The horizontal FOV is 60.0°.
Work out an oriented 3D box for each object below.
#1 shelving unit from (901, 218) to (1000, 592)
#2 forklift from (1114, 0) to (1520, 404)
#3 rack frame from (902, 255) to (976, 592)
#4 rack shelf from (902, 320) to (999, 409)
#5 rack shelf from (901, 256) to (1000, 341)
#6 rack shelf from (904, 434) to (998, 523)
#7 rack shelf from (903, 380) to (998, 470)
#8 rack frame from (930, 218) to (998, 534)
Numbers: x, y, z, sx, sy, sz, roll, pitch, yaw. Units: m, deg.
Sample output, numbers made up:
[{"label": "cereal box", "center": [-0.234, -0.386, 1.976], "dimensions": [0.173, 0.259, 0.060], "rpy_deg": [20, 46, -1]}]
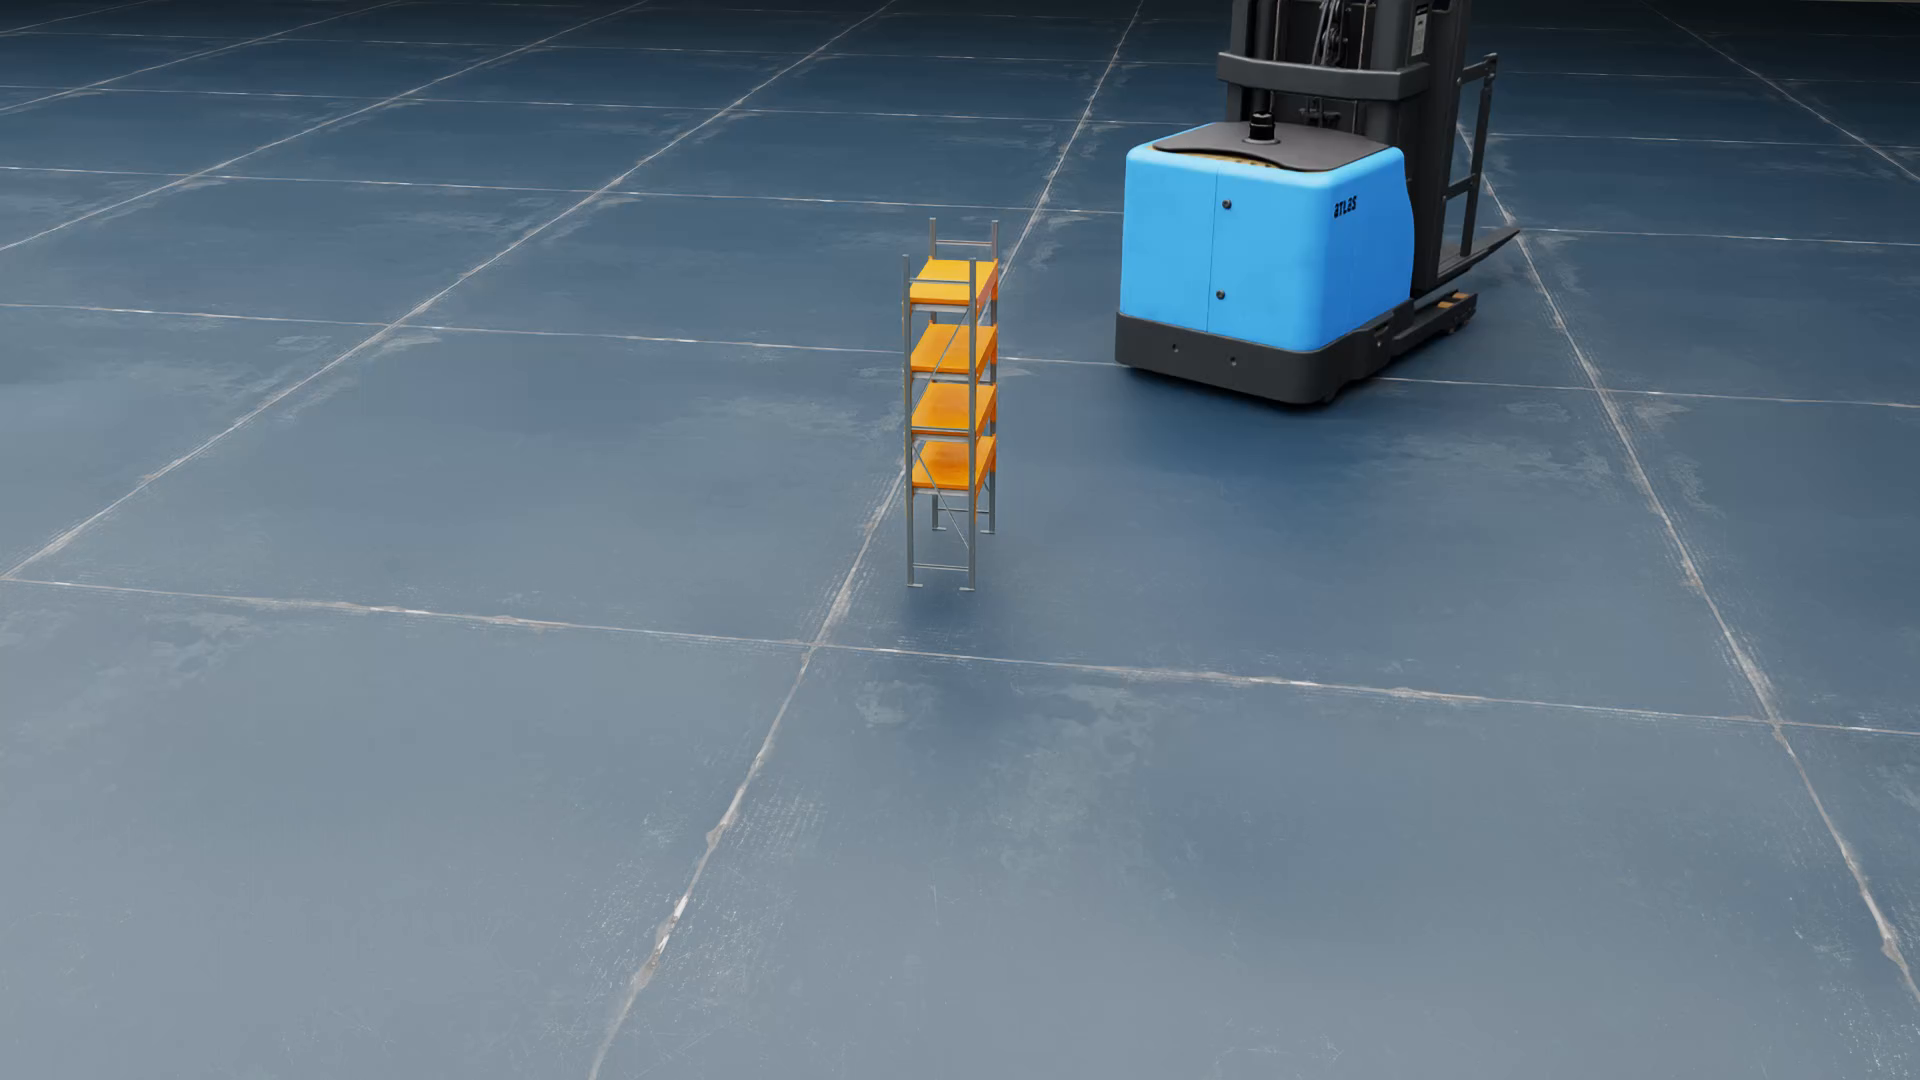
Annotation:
[{"label": "shelving unit", "center": [-0.027, -0.474, 5.848], "dimensions": [0.258, 1.200, 0.503], "rpy_deg": [4, 25, 9]}, {"label": "forklift", "center": [2.030, -2.491, 8.115], "dimensions": [1.130, 2.935, 3.031], "rpy_deg": [18, 30, 33]}, {"label": "rack frame", "center": [-0.067, -0.372, 5.630], "dimensions": [0.240, 1.200, 0.015], "rpy_deg": [4, 25, 9]}, {"label": "rack shelf", "center": [-0.027, -0.616, 5.781], "dimensions": [0.258, 0.148, 0.480], "rpy_deg": [4, 25, 9]}, {"label": "rack shelf", "center": [-0.027, -0.830, 5.681], "dimensions": [0.258, 0.148, 0.480], "rpy_deg": [4, 25, 9]}, {"label": "rack shelf", "center": [-0.027, -0.233, 5.960], "dimensions": [0.258, 0.148, 0.480], "rpy_deg": [4, 25, 9]}, {"label": "rack shelf", "center": [-0.027, -0.413, 5.876], "dimensions": [0.258, 0.148, 0.480], "rpy_deg": [4, 25, 9]}, {"label": "rack frame", "center": [0.013, -0.576, 6.066], "dimensions": [0.240, 1.200, 0.015], "rpy_deg": [4, 25, 9]}]
